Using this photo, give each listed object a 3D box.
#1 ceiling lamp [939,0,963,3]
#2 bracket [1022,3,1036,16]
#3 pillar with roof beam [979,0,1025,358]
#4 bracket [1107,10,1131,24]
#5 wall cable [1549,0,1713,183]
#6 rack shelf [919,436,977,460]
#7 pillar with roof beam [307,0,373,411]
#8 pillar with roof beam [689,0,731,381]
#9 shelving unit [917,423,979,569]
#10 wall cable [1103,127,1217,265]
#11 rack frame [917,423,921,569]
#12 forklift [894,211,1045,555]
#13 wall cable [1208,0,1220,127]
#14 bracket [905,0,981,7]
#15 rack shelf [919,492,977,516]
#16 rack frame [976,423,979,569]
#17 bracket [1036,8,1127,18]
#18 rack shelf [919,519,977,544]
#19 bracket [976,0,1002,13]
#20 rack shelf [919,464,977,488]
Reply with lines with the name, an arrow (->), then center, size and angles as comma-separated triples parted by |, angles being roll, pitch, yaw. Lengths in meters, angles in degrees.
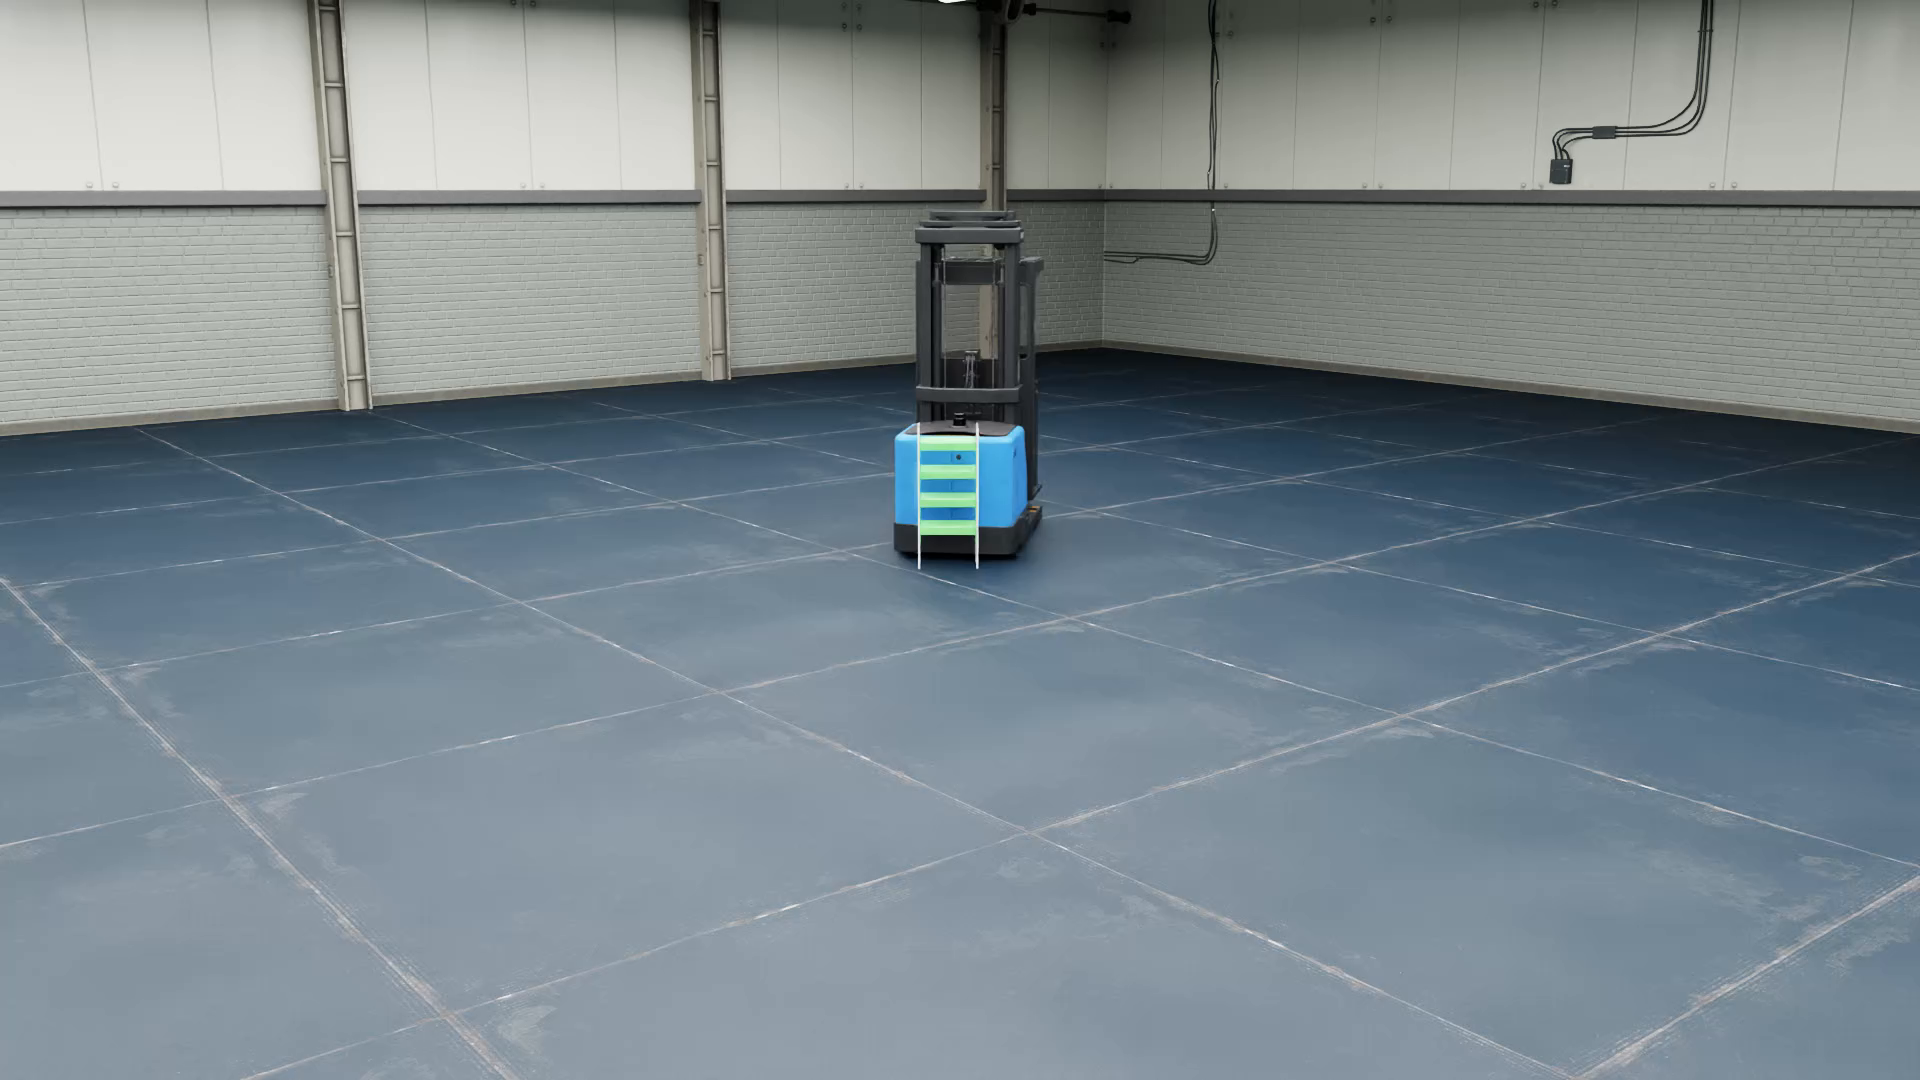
ceiling lamp -> 0.564, -9.447, 23.900 | 0.800, 3.185, 2.000 | -9, 15, -38
bracket -> 1.161, -9.620, 30.104 | 0.430, 0.232, 0.235 | -9, 15, -38
pillar with roof beam -> 3.304, -7.165, 27.208 | 0.548, 9.000, 9.100 | -9, 15, -38
bracket -> 3.011, -9.928, 31.553 | 0.430, 0.232, 0.235 | -9, 15, -38
wall cable -> 9.659, -8.153, 23.672 | 0.169, 6.003, 2.305 | -9, 15, -38
rack shelf -> -0.100, -0.769, 13.826 | 0.480, 0.148, 0.258 | 0, 15, 0
pillar with roof beam -> -6.066, -5.608, 19.875 | 0.400, 9.000, 9.100 | -9, 15, -38
pillar with roof beam -> -1.381, -6.387, 23.541 | 0.548, 9.000, 9.100 | -9, 15, -38
shelving unit -> -0.100, -0.367, 13.935 | 0.503, 1.200, 0.258 | 0, 15, 0
wall cable -> 3.741, -6.512, 31.609 | 0.112, 2.526, 3.097 | -9, 15, -38
rack frame -> -0.344, -0.367, 13.933 | 0.015, 1.200, 0.240 | 0, 15, 0
forklift -> 0.184, -1.561, 15.425 | 1.130, 2.935, 3.031 | 2, 12, 9
wall cable -> 5.431, -8.544, 29.018 | 0.112, 2.526, 3.097 | -9, 15, -38
bracket -> -1.500, -9.178, 28.023 | 4.783, 0.066, 0.076 | -9, 15, -38
rack shelf -> -0.100, -0.305, 13.952 | 0.480, 0.148, 0.258 | 0, 15, 0
rack frame -> 0.144, -0.368, 13.937 | 0.015, 1.200, 0.240 | 0, 15, 0
bracket -> 2.550, -9.851, 31.192 | 3.189, 0.066, 0.076 | -9, 15, -38
rack shelf -> -0.100, -0.074, 14.015 | 0.480, 0.148, 0.258 | 0, 15, 0
bracket -> 0.512, -9.513, 29.597 | 0.430, 0.232, 0.235 | -9, 15, -38
rack shelf -> -0.100, -0.537, 13.889 | 0.480, 0.148, 0.258 | 0, 15, 0
